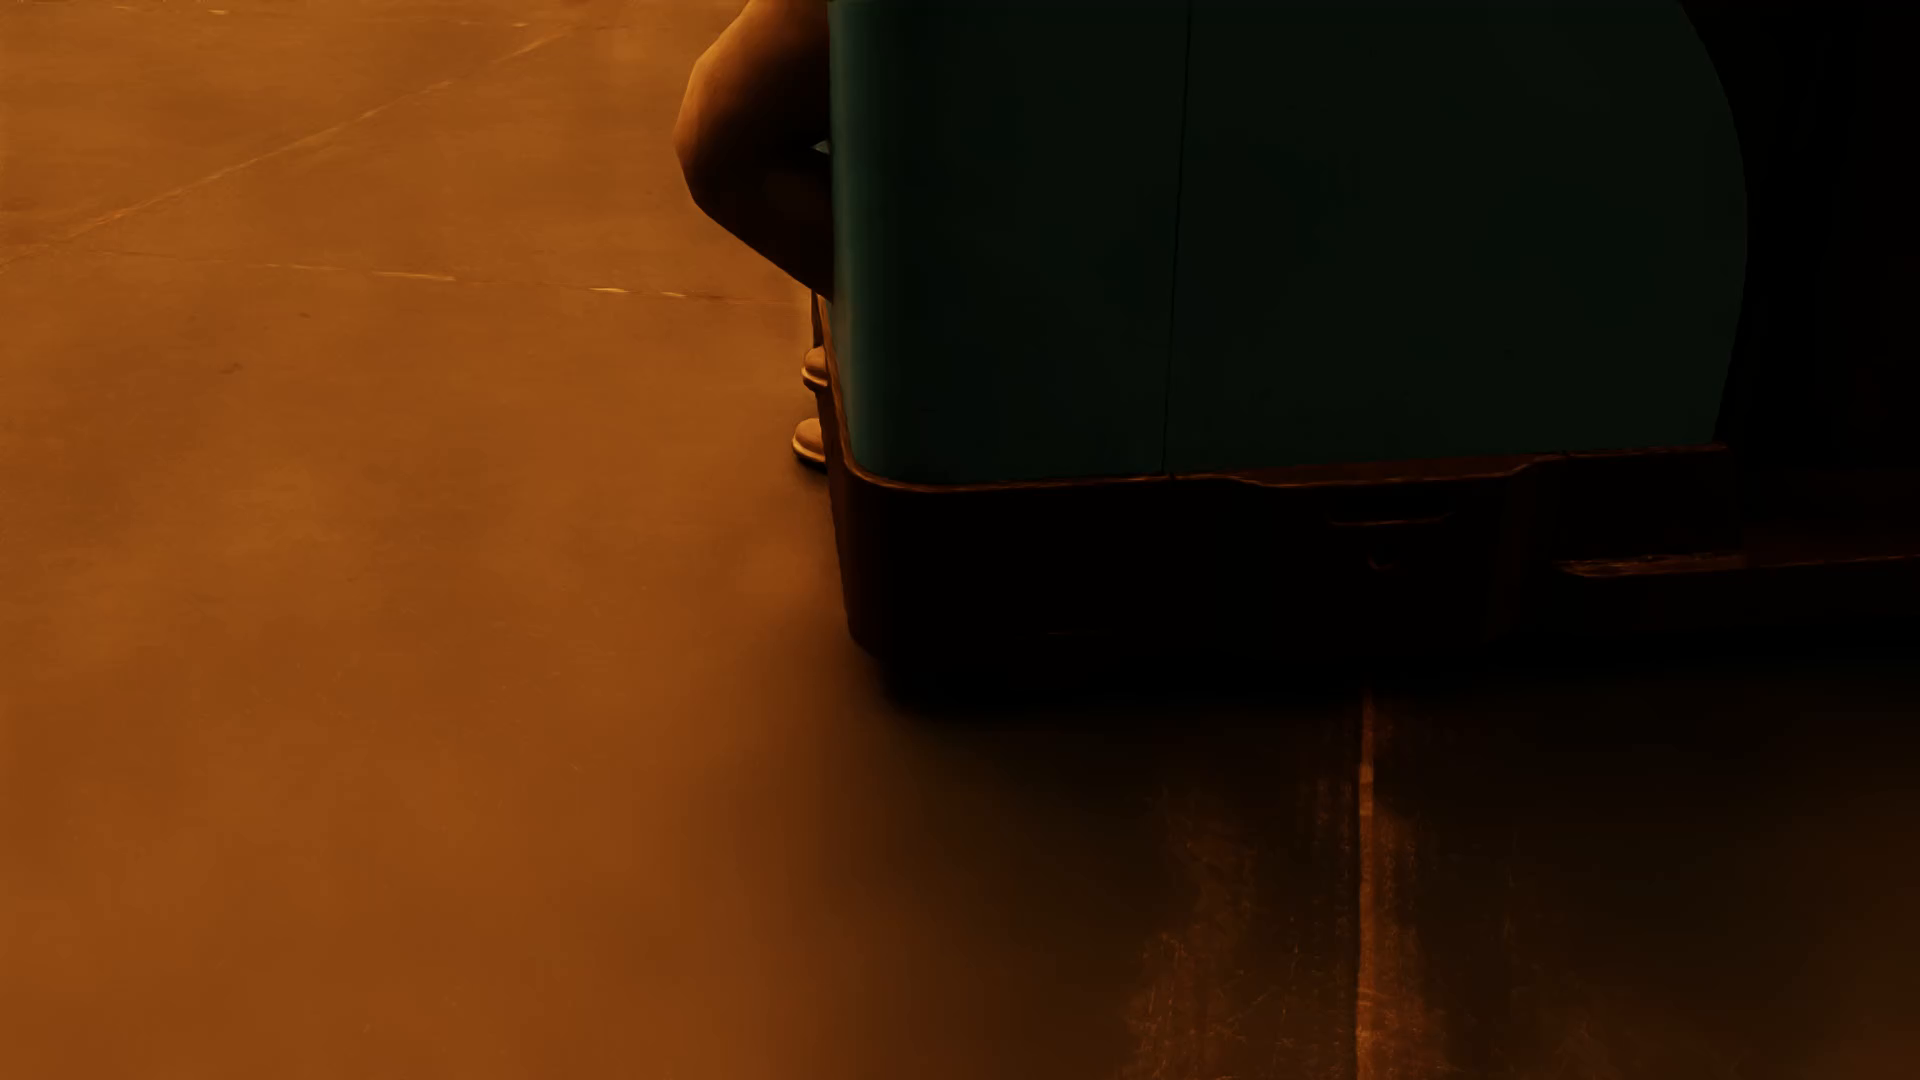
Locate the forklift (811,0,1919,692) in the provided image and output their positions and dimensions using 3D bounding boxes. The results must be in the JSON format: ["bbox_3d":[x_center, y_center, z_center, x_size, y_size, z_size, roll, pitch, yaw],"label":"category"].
[{"bbox_3d":[1.308,-1.403,2.028,3.031,2.935,1.130,-3,27,-7],"label":"forklift"}]

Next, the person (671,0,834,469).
[{"bbox_3d":[-0.069,-0.780,2.147,0.558,1.695,0.570,6,27,11],"label":"person"}]
